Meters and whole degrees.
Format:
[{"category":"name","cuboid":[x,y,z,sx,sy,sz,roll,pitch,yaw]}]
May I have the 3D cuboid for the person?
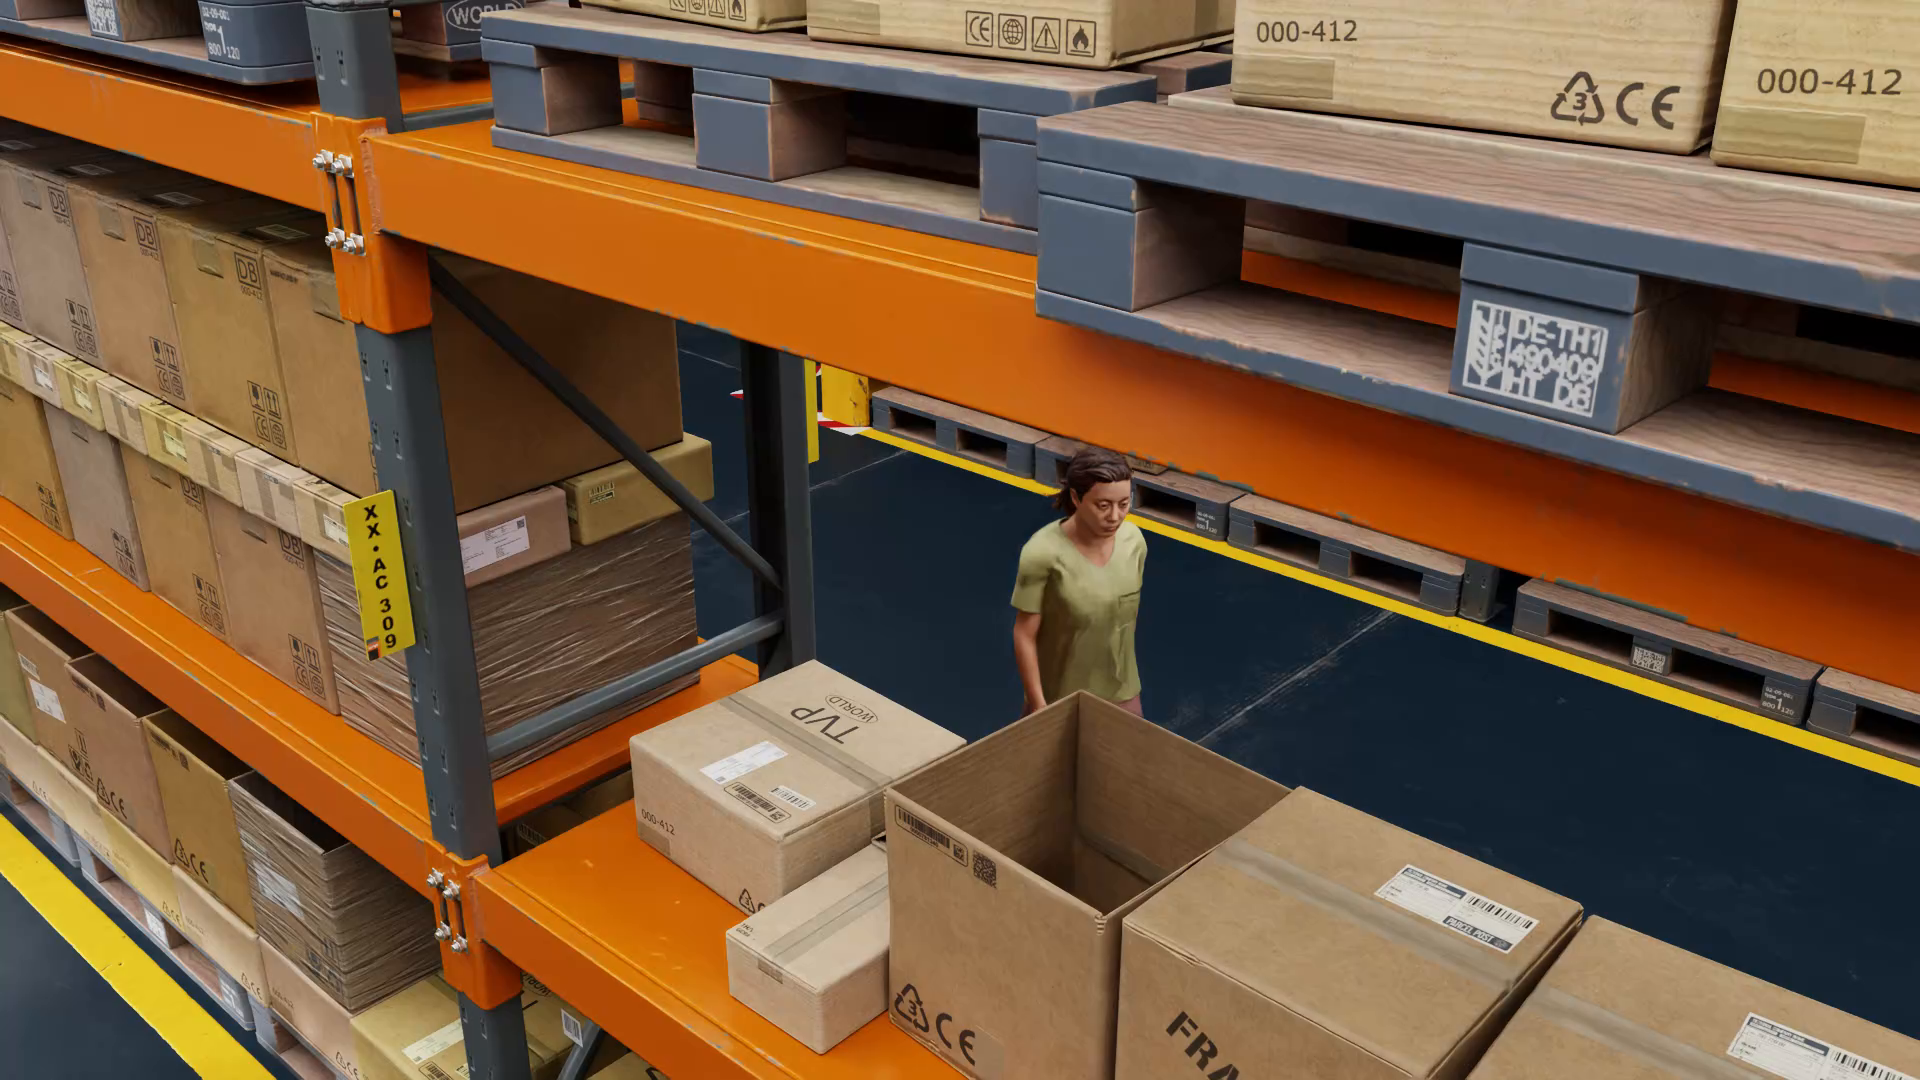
[{"category":"person","cuboid":[0.361,0.470,5.046,0.451,1.642,0.962,-7,25,-16]}]
